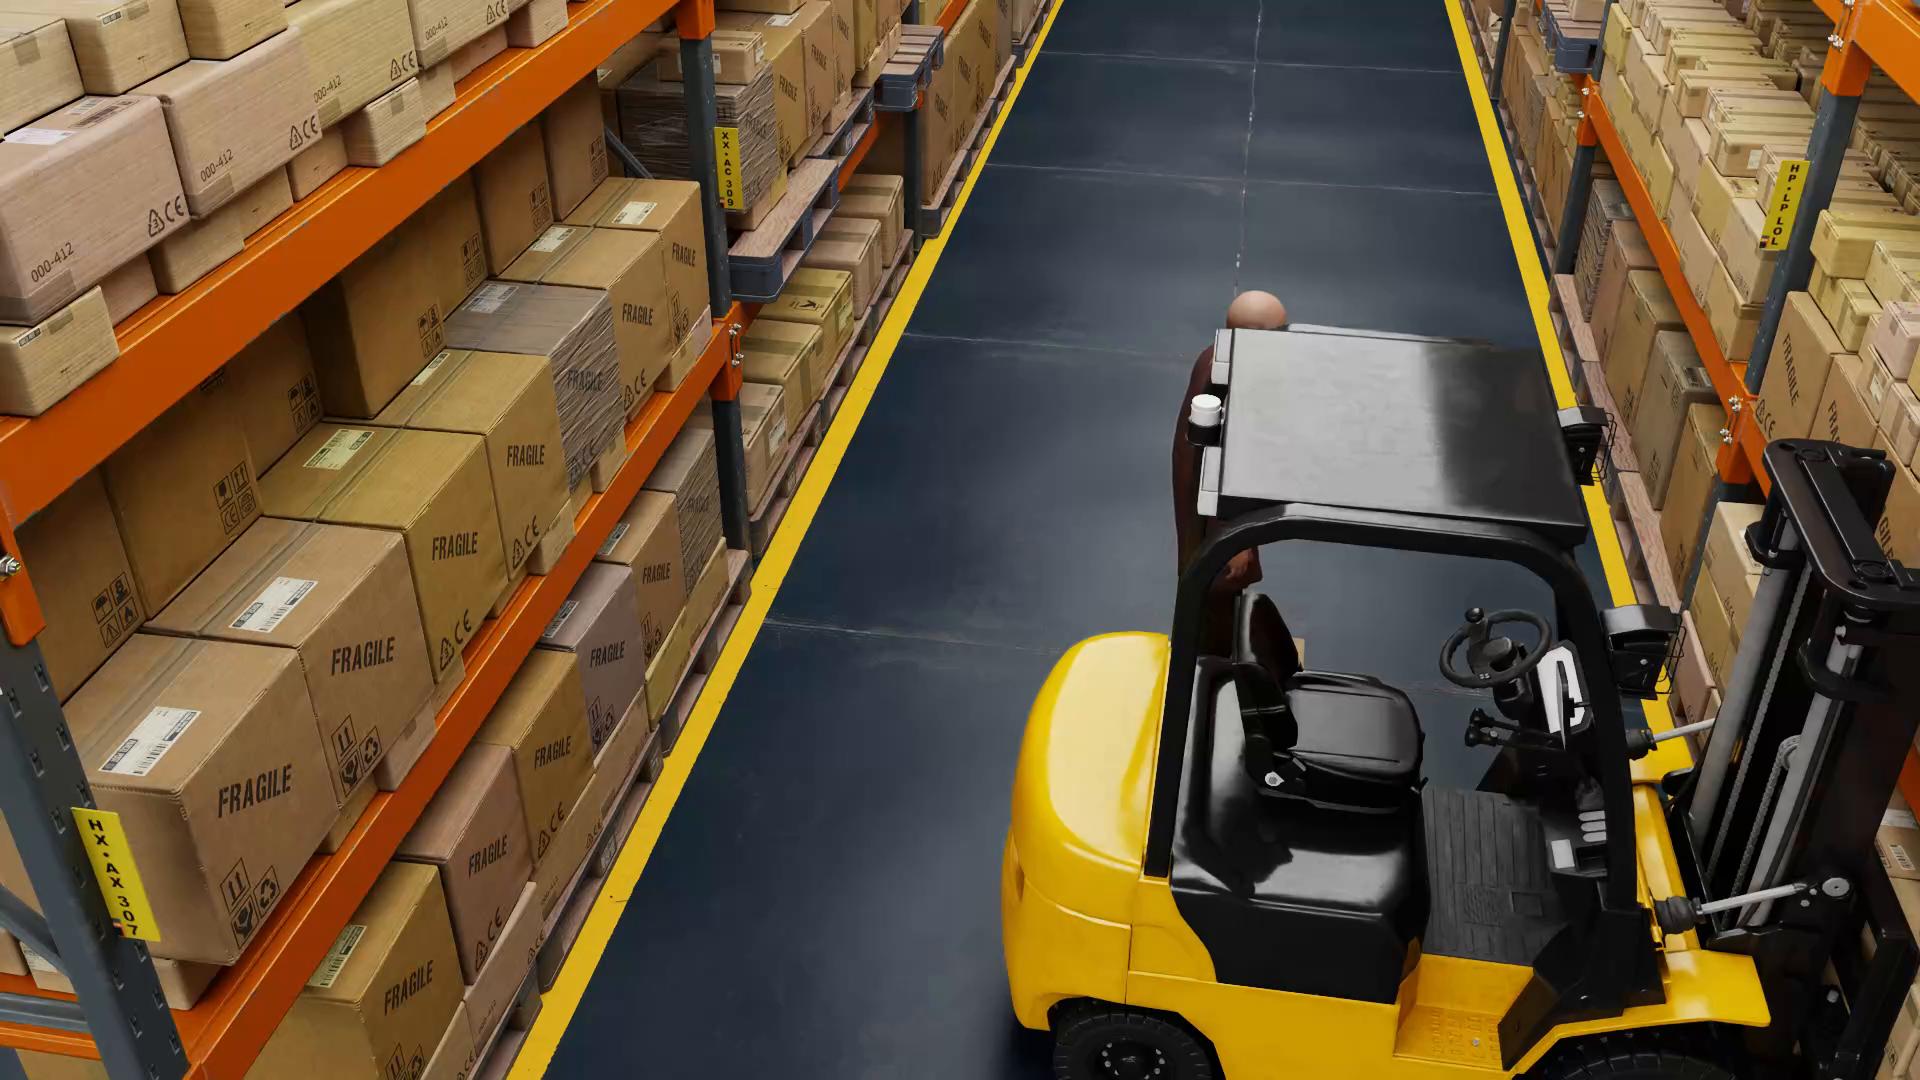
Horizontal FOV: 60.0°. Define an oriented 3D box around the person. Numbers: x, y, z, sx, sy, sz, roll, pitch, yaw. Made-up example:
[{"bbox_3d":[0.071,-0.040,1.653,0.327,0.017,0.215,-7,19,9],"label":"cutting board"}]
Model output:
[{"bbox_3d":[1.003,-0.114,6.333,0.417,1.774,0.656,4,32,7],"label":"person"}]
